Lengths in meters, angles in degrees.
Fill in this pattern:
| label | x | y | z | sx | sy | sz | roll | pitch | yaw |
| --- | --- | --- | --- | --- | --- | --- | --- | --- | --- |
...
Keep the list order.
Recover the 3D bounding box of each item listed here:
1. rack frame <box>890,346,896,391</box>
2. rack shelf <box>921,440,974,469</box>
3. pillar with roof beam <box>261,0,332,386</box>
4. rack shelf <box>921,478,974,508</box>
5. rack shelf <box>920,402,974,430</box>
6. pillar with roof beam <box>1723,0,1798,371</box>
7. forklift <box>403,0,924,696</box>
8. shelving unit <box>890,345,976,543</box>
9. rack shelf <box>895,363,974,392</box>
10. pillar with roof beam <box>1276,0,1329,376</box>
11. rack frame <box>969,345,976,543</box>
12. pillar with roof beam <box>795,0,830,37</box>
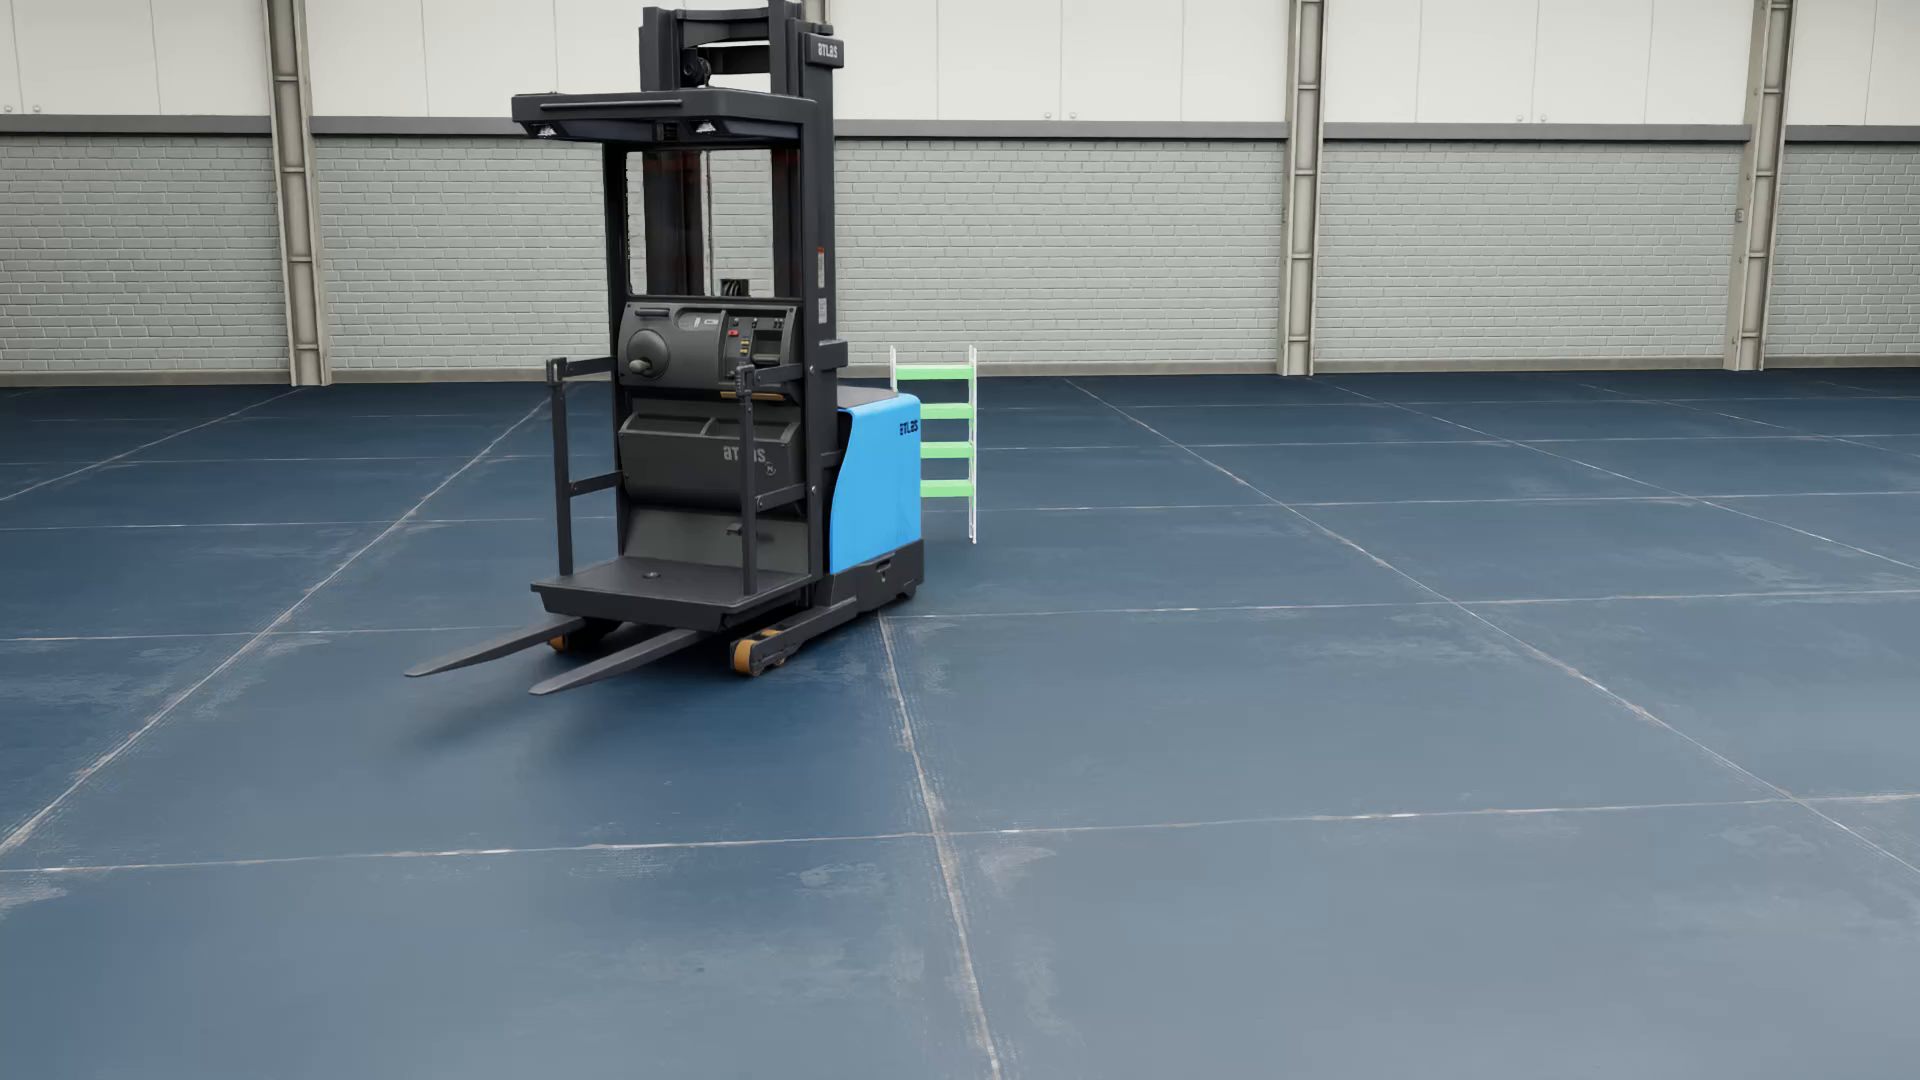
| label | x | y | z | sx | sy | sz | roll | pitch | yaw |
| --- | --- | --- | --- | --- | --- | --- | --- | --- | --- |
| rack frame | -0.407 | -0.580 | 10.209 | 0.015 | 1.200 | 0.240 | -1 | 11 | -6 |
| rack shelf | -0.165 | -0.523 | 10.247 | 0.480 | 0.148 | 0.258 | -1 | 11 | -6 |
| pillar with roof beam | -7.234 | -5.436 | 14.693 | 0.400 | 9.000 | 9.100 | -1 | 11 | -6 |
| rack shelf | -0.165 | -0.287 | 10.293 | 0.480 | 0.148 | 0.258 | -1 | 11 | -6 |
| rack shelf | -0.165 | -0.758 | 10.201 | 0.480 | 0.148 | 0.258 | -1 | 11 | -6 |
| pillar with roof beam | 10.661 | -5.811 | 16.601 | 0.400 | 9.000 | 9.100 | -1 | 11 | -6 |
| forklift | -1.259 | -0.931 | 7.507 | 1.130 | 2.935 | 3.031 | 5 | 12 | 24 |
| shelving unit | -0.165 | -0.585 | 10.235 | 0.503 | 1.200 | 0.258 | -1 | 11 | -6 |
| rack shelf | -0.165 | -0.994 | 10.154 | 0.480 | 0.148 | 0.258 | -1 | 11 | -6 |
| pillar with roof beam | 4.696 | -5.686 | 15.965 | 0.400 | 9.000 | 9.100 | -1 | 11 | -6 |
| rack frame | 0.078 | -0.590 | 10.261 | 0.015 | 1.200 | 0.240 | -1 | 11 | -6 |
| pillar with roof beam | -1.269 | -5.561 | 15.329 | 0.400 | 9.000 | 9.100 | -1 | 11 | -6 |
